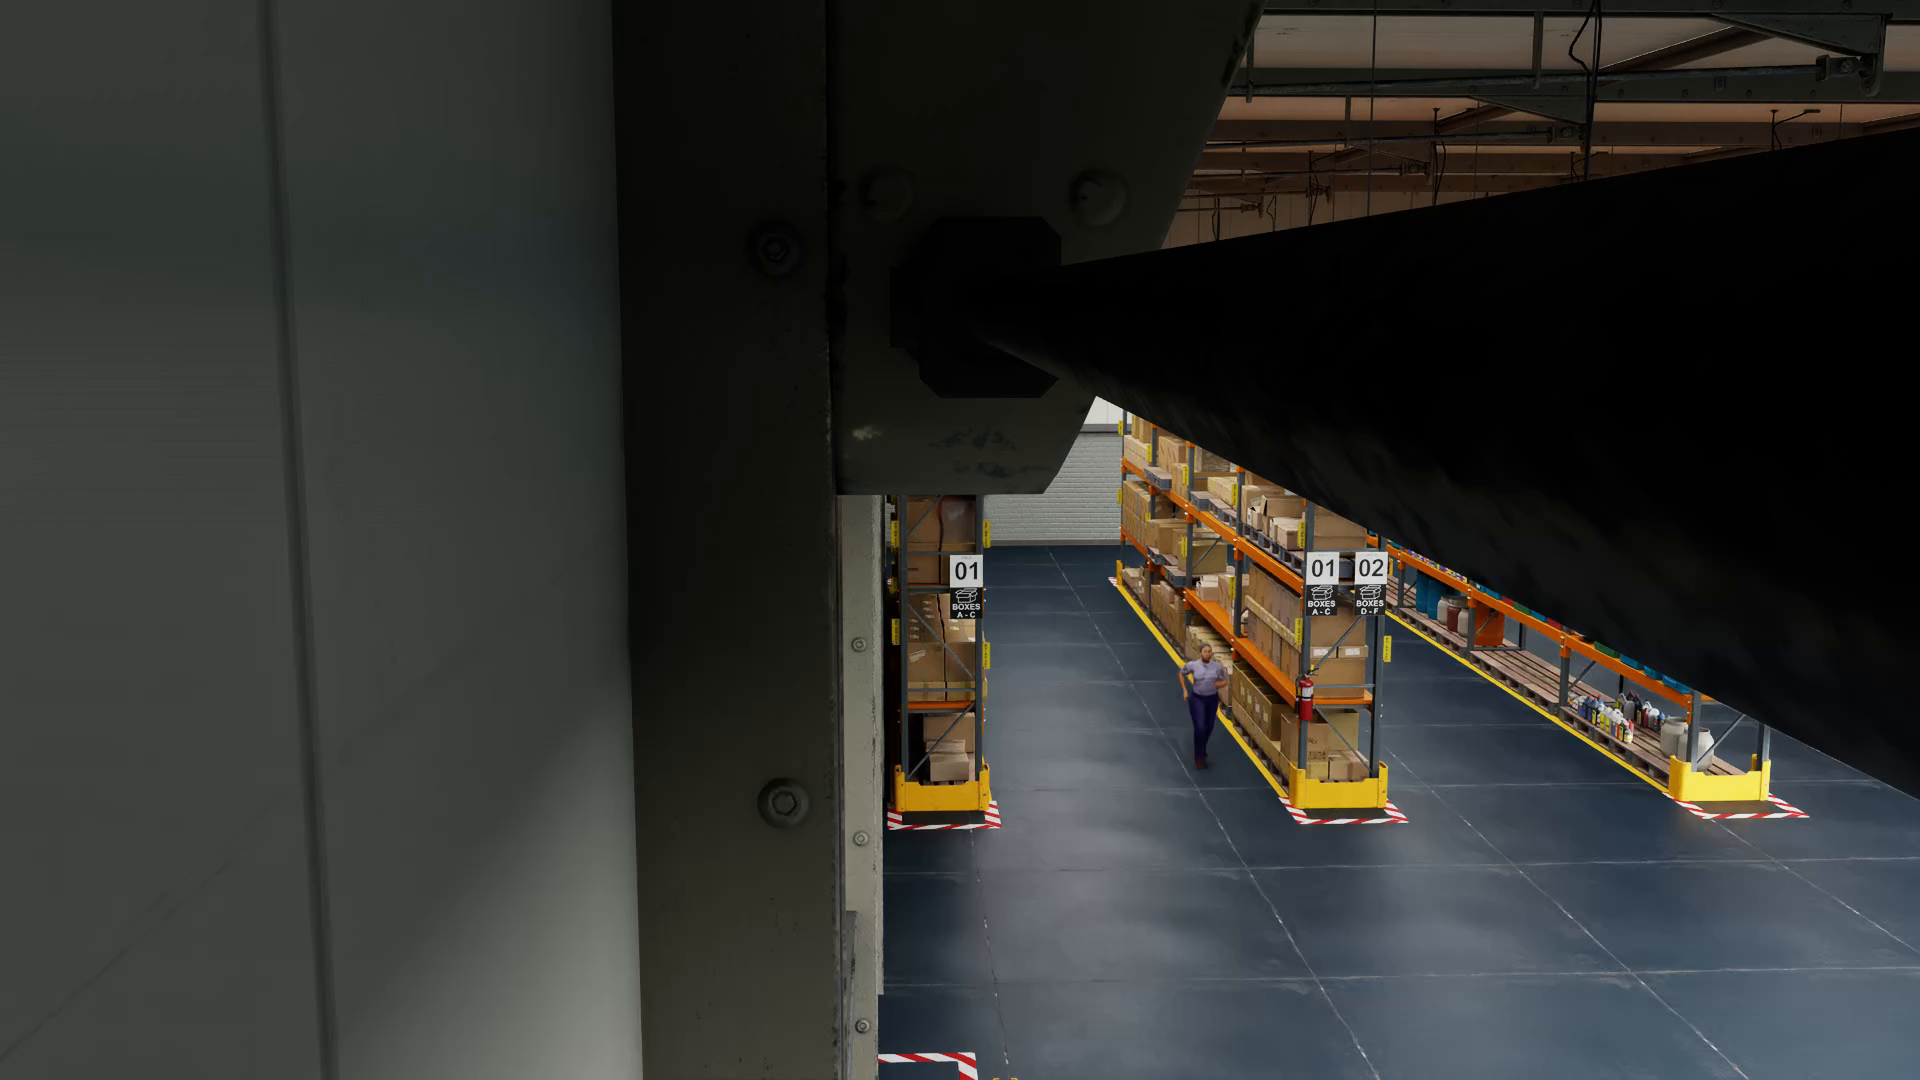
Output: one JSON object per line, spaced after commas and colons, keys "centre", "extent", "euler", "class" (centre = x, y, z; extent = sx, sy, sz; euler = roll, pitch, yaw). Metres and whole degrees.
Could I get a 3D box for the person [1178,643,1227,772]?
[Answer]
{"centre": [3.289, 2.228, 22.432], "extent": [0.579, 1.711, 0.738], "euler": [-2, 9, -12], "class": "person"}
